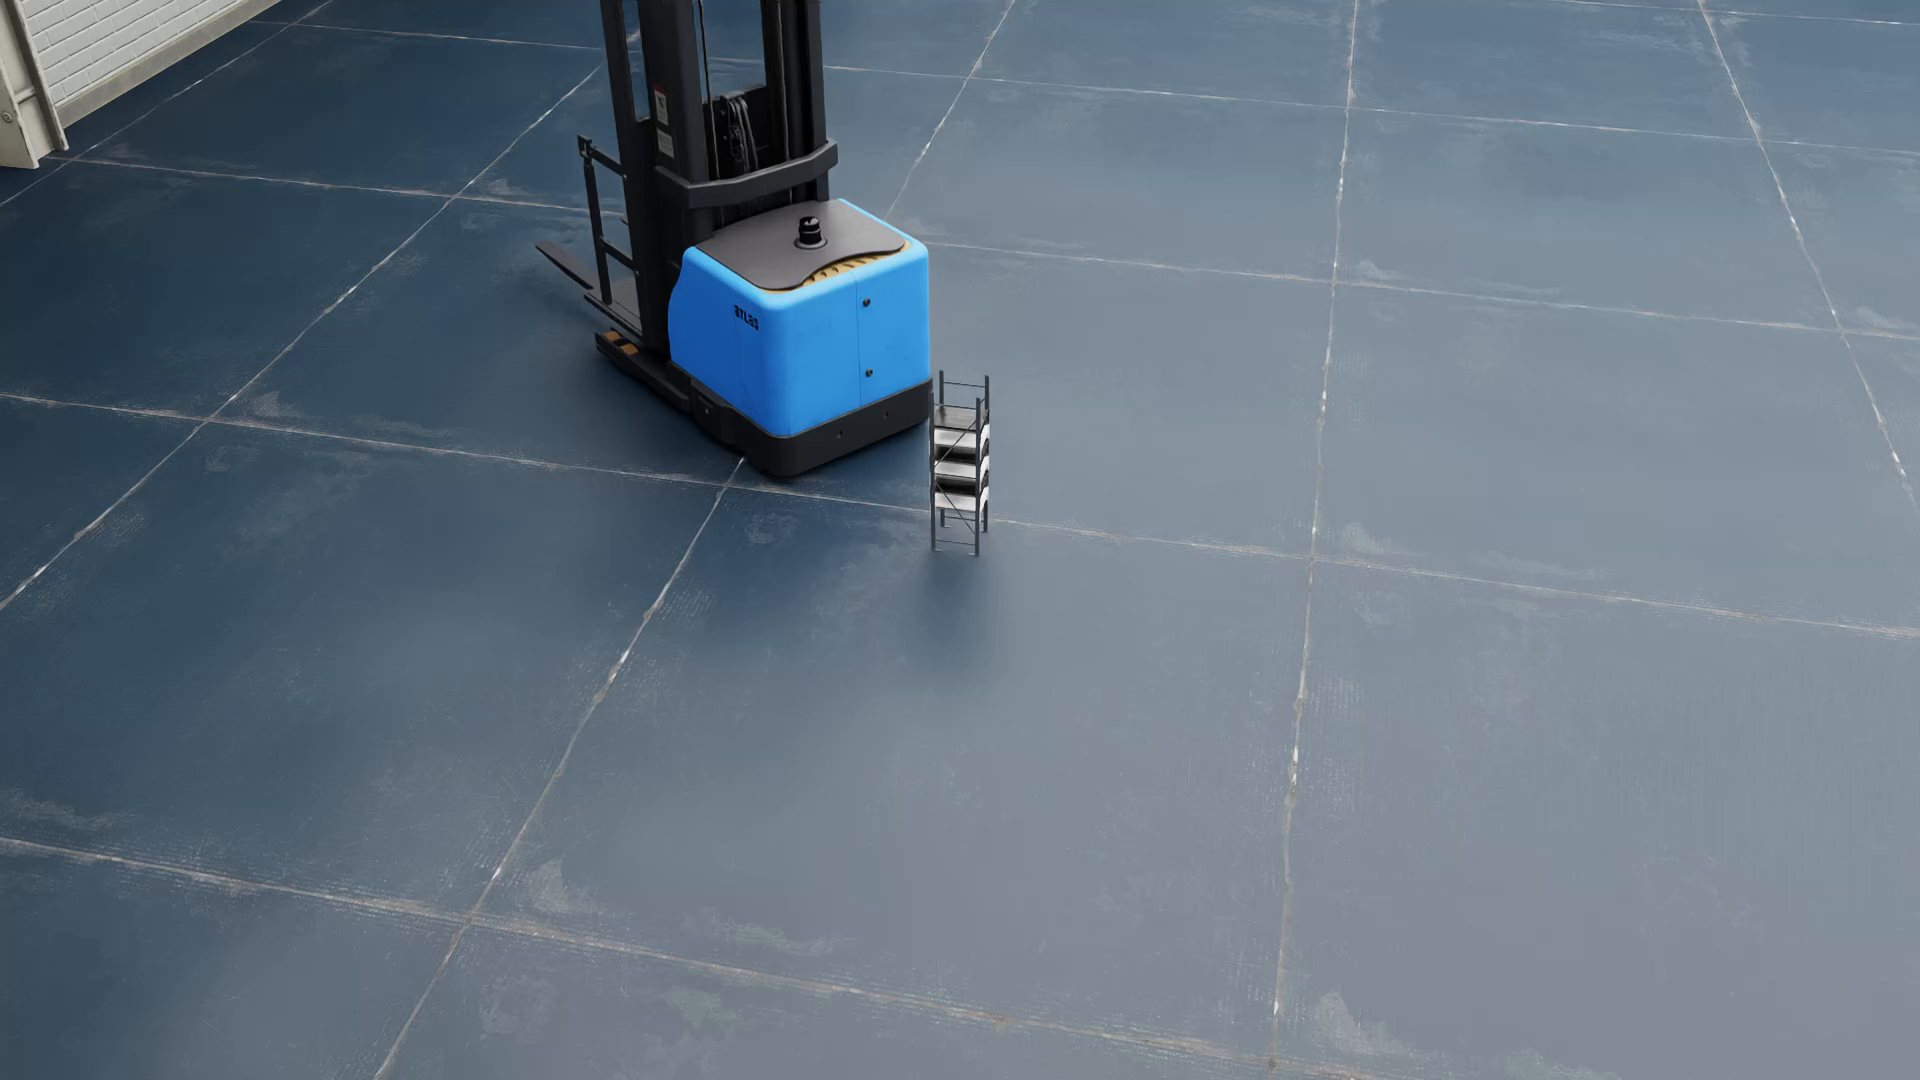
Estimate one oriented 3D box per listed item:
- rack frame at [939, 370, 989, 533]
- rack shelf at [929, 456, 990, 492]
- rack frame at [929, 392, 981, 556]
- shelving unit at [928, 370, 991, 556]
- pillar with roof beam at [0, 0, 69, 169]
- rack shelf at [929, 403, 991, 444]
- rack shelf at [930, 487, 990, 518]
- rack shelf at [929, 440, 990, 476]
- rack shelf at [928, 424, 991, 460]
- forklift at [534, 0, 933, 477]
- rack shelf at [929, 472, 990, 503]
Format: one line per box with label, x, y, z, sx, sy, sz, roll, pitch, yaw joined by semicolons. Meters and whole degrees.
rack frame;0.020;-0.418;8.060;0.240;0.900;0.006;7;37;10
rack shelf;-0.002;-0.333;7.999;0.258;0.077;0.200;7;37;10
rack frame;-0.023;-0.301;7.899;0.240;0.900;0.006;7;37;10
shelving unit;-0.002;-0.360;7.980;0.258;0.900;0.210;7;37;10
pillar with roof beam;-2.536;-5.896;8.717;9.100;9.000;0.400;7;37;10
rack shelf;-0.002;-0.551;7.841;0.258;0.077;0.200;7;37;10
rack shelf;-0.002;-0.187;8.105;0.258;0.077;0.200;7;37;10
rack shelf;-0.002;-0.406;7.946;0.258;0.077;0.200;7;37;10
rack shelf;-0.002;-0.478;7.893;0.258;0.077;0.200;7;37;10
forklift;-1.464;-2.313;8.944;1.130;2.935;3.031;-25;43;-31
rack shelf;-0.002;-0.260;8.052;0.258;0.077;0.200;7;37;10
